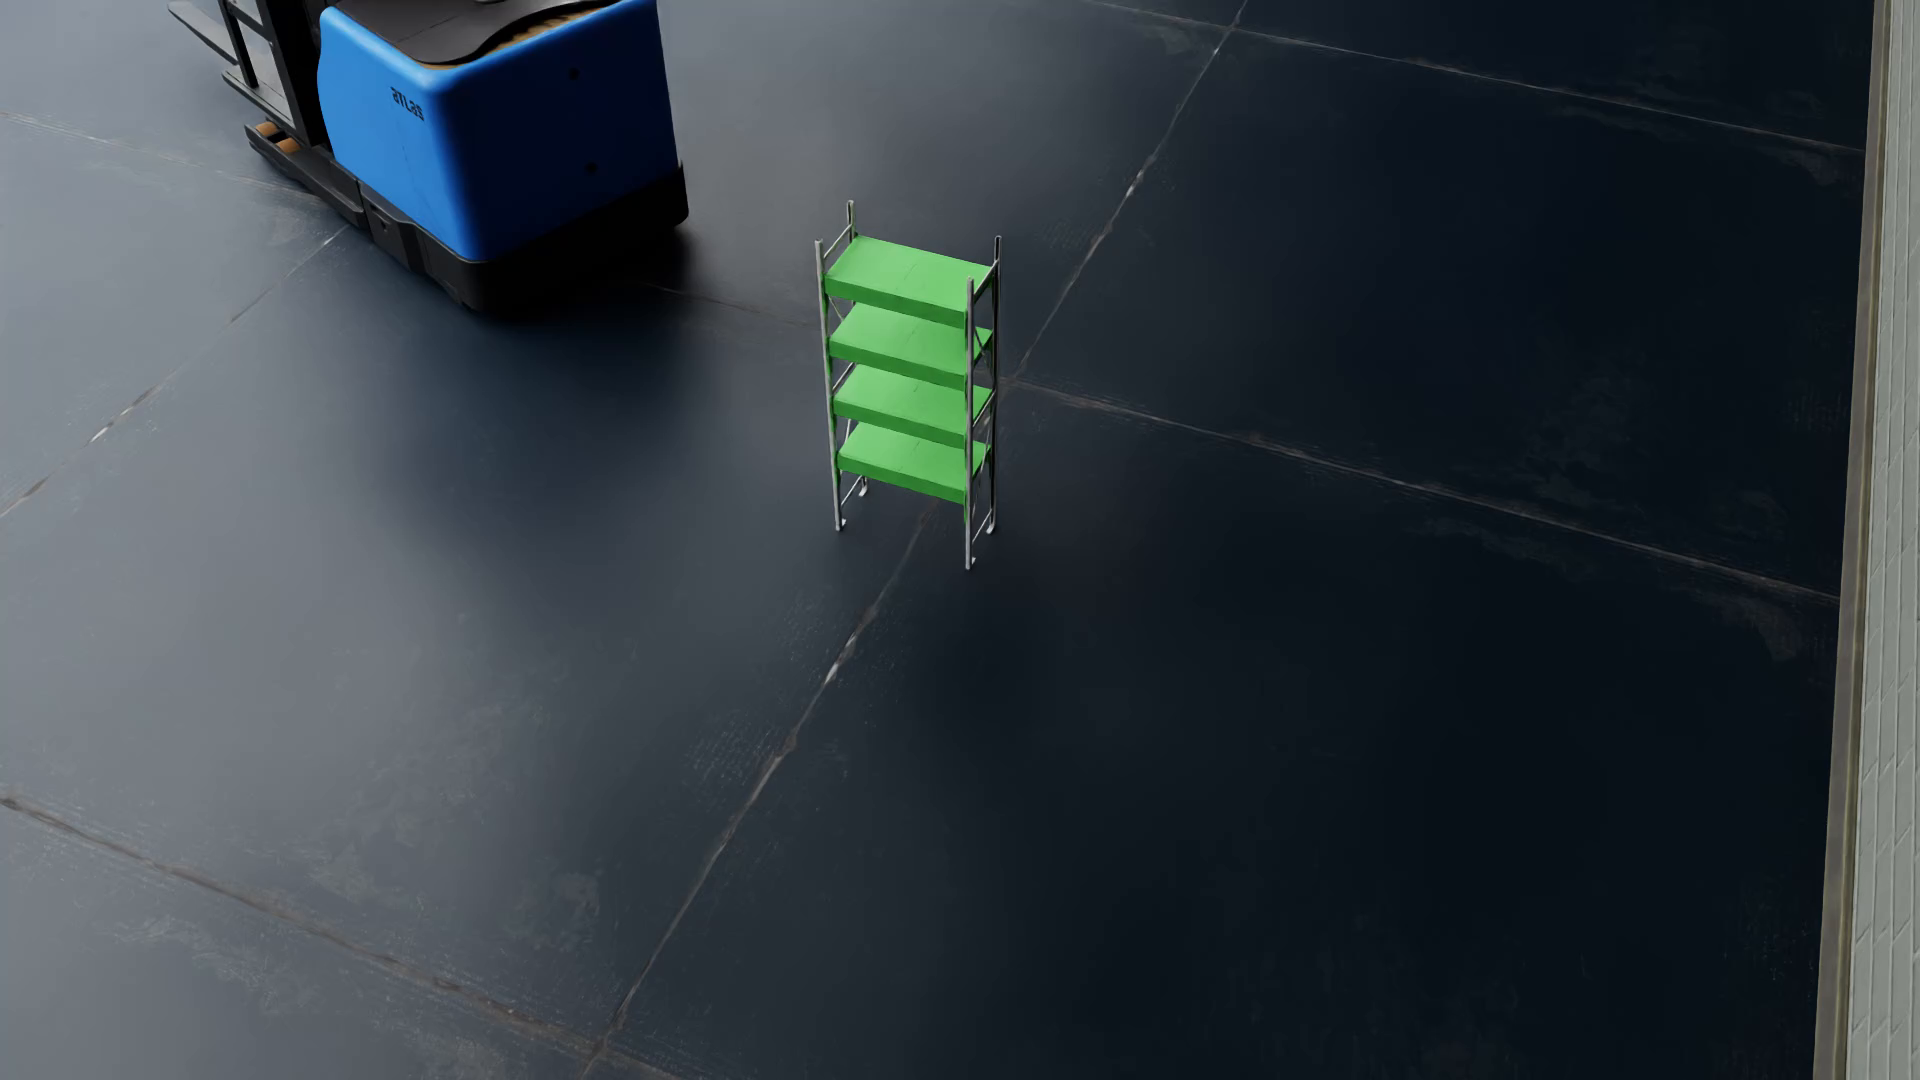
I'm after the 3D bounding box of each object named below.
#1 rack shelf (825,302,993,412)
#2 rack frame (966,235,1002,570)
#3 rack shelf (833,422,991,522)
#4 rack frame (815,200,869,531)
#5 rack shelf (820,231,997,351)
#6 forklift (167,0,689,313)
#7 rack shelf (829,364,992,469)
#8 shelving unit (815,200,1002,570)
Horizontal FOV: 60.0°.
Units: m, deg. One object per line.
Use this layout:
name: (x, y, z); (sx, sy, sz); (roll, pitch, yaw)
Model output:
rack shelf: (-0.153, -0.595, 5.248); (0.480, 0.148, 0.258); (16, 47, 16)
rack frame: (0.072, -0.404, 5.305); (0.015, 1.200, 0.240); (16, 47, 16)
rack shelf: (-0.153, -0.255, 5.586); (0.480, 0.148, 0.258); (16, 47, 16)
rack frame: (-0.378, -0.537, 5.439); (0.015, 1.200, 0.240); (16, 47, 16)
rack shelf: (-0.153, -0.765, 5.079); (0.480, 0.148, 0.258); (16, 47, 16)
forklift: (-2.536, -2.871, 6.558); (1.130, 2.935, 3.031); (-35, 54, -30)
rack shelf: (-0.153, -0.425, 5.417); (0.480, 0.148, 0.258); (16, 47, 16)
shelving unit: (-0.153, -0.470, 5.372); (0.503, 1.200, 0.258); (16, 47, 16)
